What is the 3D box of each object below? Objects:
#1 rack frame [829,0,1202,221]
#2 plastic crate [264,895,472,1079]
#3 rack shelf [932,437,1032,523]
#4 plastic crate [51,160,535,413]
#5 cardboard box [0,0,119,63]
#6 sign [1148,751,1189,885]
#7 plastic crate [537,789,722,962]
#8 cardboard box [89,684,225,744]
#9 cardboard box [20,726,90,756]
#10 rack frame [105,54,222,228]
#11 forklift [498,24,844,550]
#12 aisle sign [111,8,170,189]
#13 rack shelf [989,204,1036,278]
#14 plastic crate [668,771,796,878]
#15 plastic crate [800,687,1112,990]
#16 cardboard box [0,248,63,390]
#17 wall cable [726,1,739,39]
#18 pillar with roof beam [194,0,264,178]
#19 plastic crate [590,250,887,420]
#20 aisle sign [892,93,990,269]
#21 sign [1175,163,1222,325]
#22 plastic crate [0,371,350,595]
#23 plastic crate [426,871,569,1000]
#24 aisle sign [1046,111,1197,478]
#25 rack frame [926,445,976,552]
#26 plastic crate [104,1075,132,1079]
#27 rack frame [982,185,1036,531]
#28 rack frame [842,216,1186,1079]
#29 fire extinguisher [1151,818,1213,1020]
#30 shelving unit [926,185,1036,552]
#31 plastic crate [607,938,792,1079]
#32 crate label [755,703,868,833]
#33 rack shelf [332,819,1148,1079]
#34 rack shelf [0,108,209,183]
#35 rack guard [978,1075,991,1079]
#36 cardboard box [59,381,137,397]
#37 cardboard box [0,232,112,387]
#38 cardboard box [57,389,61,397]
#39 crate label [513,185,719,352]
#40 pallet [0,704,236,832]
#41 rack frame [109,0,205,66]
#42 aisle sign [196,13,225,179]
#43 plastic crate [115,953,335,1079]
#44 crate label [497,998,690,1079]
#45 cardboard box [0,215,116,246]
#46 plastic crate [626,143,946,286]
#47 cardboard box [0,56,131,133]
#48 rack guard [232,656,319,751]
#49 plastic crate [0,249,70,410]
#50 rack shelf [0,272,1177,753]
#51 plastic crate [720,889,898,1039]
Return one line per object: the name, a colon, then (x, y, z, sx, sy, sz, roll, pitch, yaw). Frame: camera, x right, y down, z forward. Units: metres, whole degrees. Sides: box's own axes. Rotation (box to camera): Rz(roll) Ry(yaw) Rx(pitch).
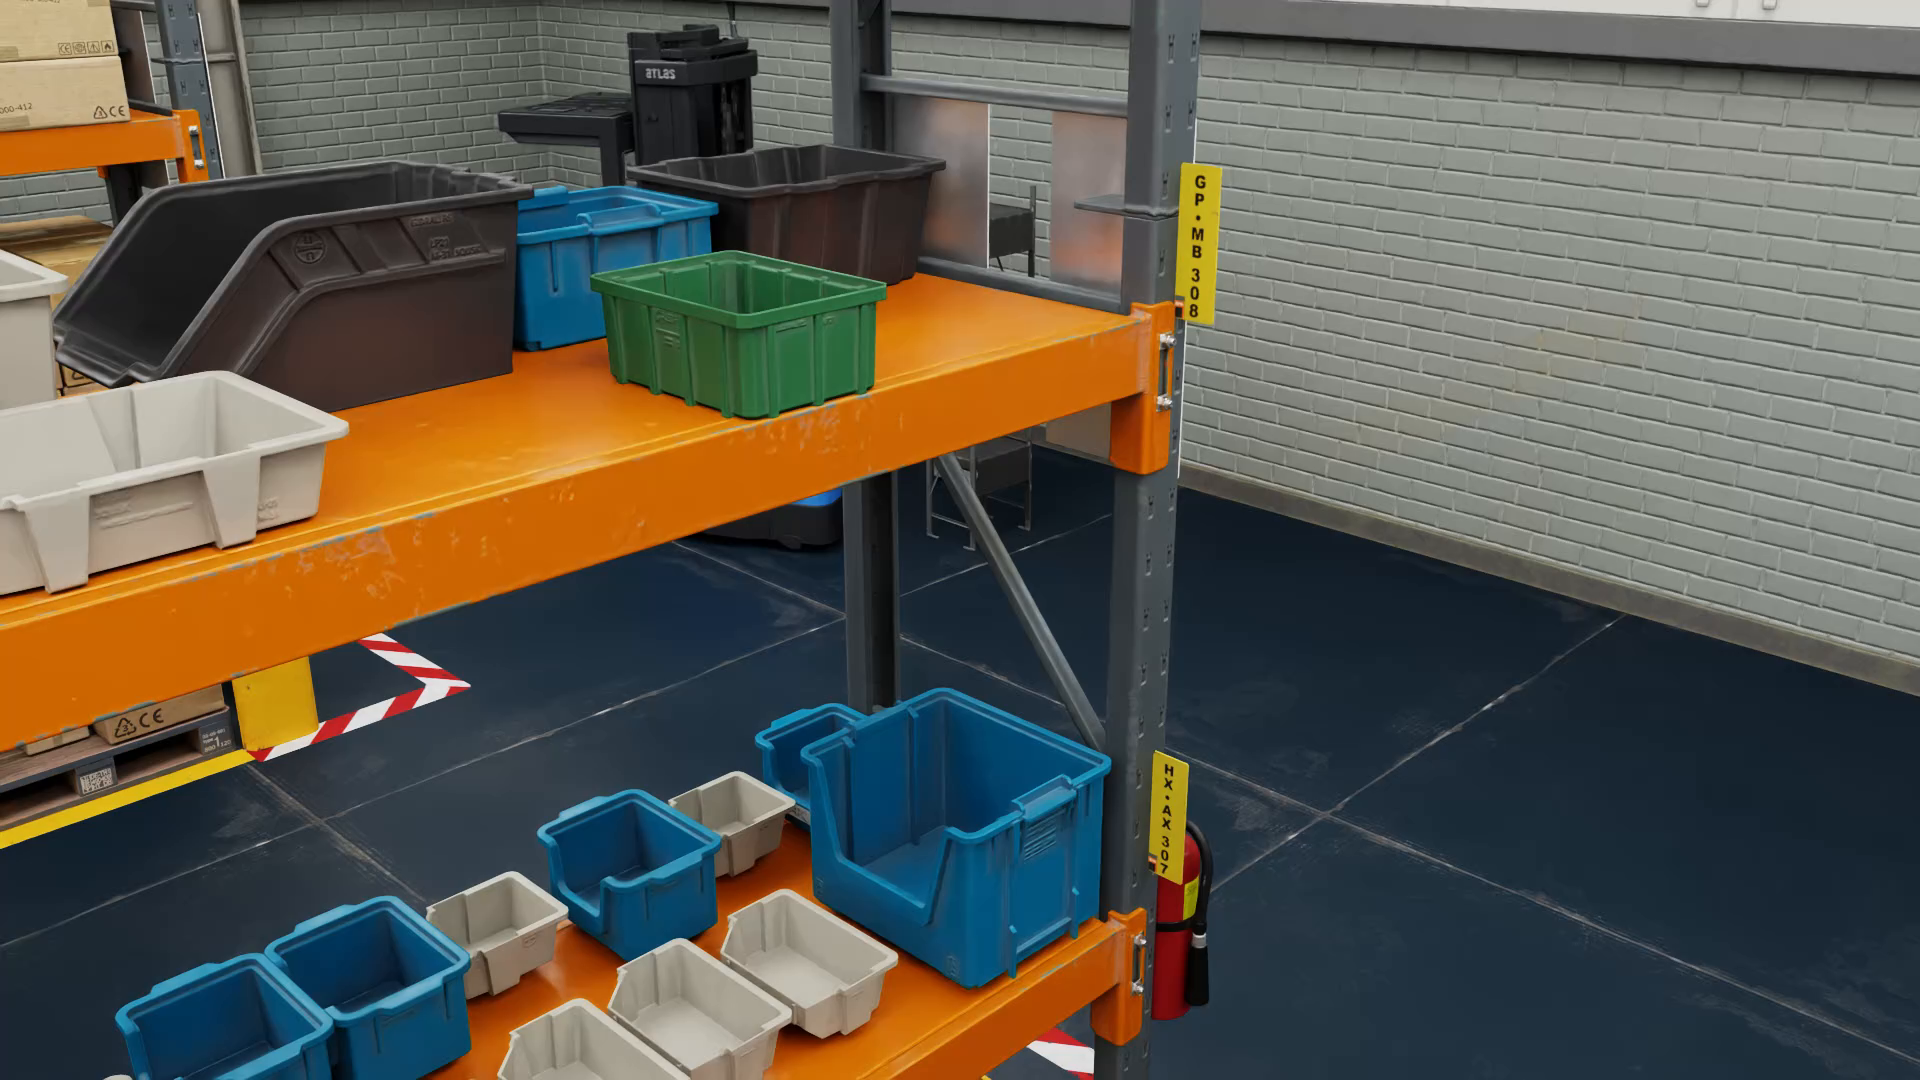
rack frame: (0.088, -2.197, 3.248, 1.000, 3.000, 0.127, 19, 28, 41)
plastic crate: (-1.238, 0.973, 3.513, 0.416, 0.233, 0.300, 19, 28, 41)
rack shelf: (0.115, -0.357, 10.065, 0.431, 0.518, 0.480, 19, 28, 41)
plastic crate: (-1.174, -0.444, 2.955, 0.504, 0.338, 0.767, 19, 28, 41)
cardboard box: (-3.634, -2.005, 6.442, 0.500, 0.250, 0.500, 19, 28, 41)
sign: (0.494, 0.660, 3.948, 0.100, 0.325, 0.005, 19, 28, 41)
plastic crate: (-0.779, 0.804, 3.953, 0.416, 0.233, 0.300, 19, 28, 41)
cardboard box: (-3.661, 0.525, 7.398, 0.500, 0.500, 0.500, 19, 28, 41)
cardboard box: (-4.008, 0.763, 7.246, 0.380, 0.166, 0.250, 19, 28, 41)
rack frame: (-3.458, -0.638, 7.553, 1.000, 3.000, 0.127, 19, 28, 41)
forklift: (-2.044, -1.608, 10.172, 3.031, 2.935, 1.130, 7, 22, 17)
aisle sign: (-3.621, -1.942, 7.323, 0.394, 0.787, 0.004, 19, 28, 41)
rack shelf: (0.115, -1.663, 9.562, 0.431, 0.518, 0.480, 19, 28, 41)
plastic crate: (-0.603, 0.741, 4.250, 0.250, 0.136, 0.298, 19, 28, 41)
plastic crate: (-0.011, 0.691, 3.962, 0.616, 0.435, 0.499, 19, 28, 41)
cardboard box: (-3.923, -0.838, 6.540, 0.500, 0.500, 0.500, -19, 28, -41)
wall cable: (-2.808, -4.592, 13.806, 3.097, 2.526, 0.112, 19, 28, 41)
pillar with roof beam: (-2.662, -4.510, 9.265, 9.100, 9.000, 0.400, 19, 28, 41)
plastic crate: (-0.395, -0.373, 2.979, 0.450, 0.188, 0.336, 19, 28, 41)
aisle sign: (-0.074, -0.703, 4.100, 0.394, 0.787, 0.004, 19, 28, 41)
sign: (0.494, -0.615, 3.458, 0.100, 0.325, 0.005, 19, 28, 41)
plastic crate: (-1.175, -0.081, 2.290, 0.437, 0.136, 0.530, 19, 28, 41)
plastic crate: (-1.076, 0.915, 3.796, 0.250, 0.136, 0.298, 19, 28, 41)
aisle sign: (0.349, -0.556, 3.716, 0.394, 0.787, 0.004, 19, 28, 41)
rack frame: (-0.055, -0.960, 9.645, 0.400, 2.100, 0.015, 19, 28, 41)
plastic crate: (-1.703, 1.204, 3.046, 0.293, 0.136, 0.466, 19, 28, 41)
rack frame: (0.286, -1.085, 9.972, 0.400, 2.100, 0.015, 19, 28, 41)
rack frame: (0.088, 0.603, 4.325, 1.000, 3.000, 0.127, 19, 28, 41)
fire extinguisher: (0.519, 0.888, 4.210, 0.296, 0.674, 0.183, 19, 28, 41)
shelving unit: (0.115, -1.023, 9.809, 0.431, 2.100, 0.503, 19, 28, 41)
plastic crate: (-0.563, 1.024, 3.513, 0.396, 0.136, 0.243, 19, 28, 41)
crate label: (-0.320, 0.634, 4.393, 0.416, 0.233, 0.303, 19, 28, 41)
rack shelf: (-1.307, 1.453, 3.116, 1.077, 0.370, 4.000, 19, 28, 41)
rack shelf: (-4.853, -1.188, 5.806, 1.077, 0.370, 4.000, 19, 28, 41)
rack guard: (0.096, 1.760, 4.798, 1.175, 0.500, 0.348, 19, 28, 41)
cardboard box: (-3.575, -0.501, 7.058, 0.500, 0.500, 0.500, -19, 28, -40)
cardboard box: (-3.571, -0.968, 6.878, 0.500, 0.500, 0.500, 19, 28, 40)
cardboard box: (-3.935, -0.367, 6.709, 0.500, 0.500, 0.500, 20, 28, 41)
crate label: (-0.787, -0.571, 3.406, 0.408, 0.251, 0.502, 19, 28, 41)
pallet: (-4.066, 0.889, 7.468, 1.003, 0.211, 1.213, 19, 28, 41)
rack frame: (-3.458, -3.438, 6.476, 1.000, 3.000, 0.127, 19, 28, 41)
aisle sign: (-3.191, -1.792, 6.932, 0.394, 0.787, 0.004, 19, 28, 41)
plastic crate: (-1.448, 1.050, 3.312, 0.416, 0.233, 0.300, 19, 28, 41)
crate label: (-0.740, 1.102, 3.311, 0.396, 0.136, 0.243, 19, 28, 41)
cardboard box: (-3.956, -1.103, 7.230, 0.500, 0.500, 0.500, -19, 28, -40)
plastic crate: (-0.380, -0.707, 3.734, 0.497, 0.269, 0.590, 19, 28, 41)
cardboard box: (-3.627, -1.770, 6.526, 0.500, 0.250, 0.500, 19, 28, 41)
rack guard: (-3.511, 0.549, 7.950, 1.175, 0.500, 0.348, 19, 28, 41)
plastic crate: (-1.679, -0.249, 2.526, 0.437, 0.282, 0.530, 19, 28, 41)
rack shelf: (-1.307, 0.053, 2.578, 1.077, 0.370, 4.000, 19, 28, 41)
plastic crate: (-0.351, 0.953, 3.698, 0.396, 0.136, 0.243, 19, 28, 41)
